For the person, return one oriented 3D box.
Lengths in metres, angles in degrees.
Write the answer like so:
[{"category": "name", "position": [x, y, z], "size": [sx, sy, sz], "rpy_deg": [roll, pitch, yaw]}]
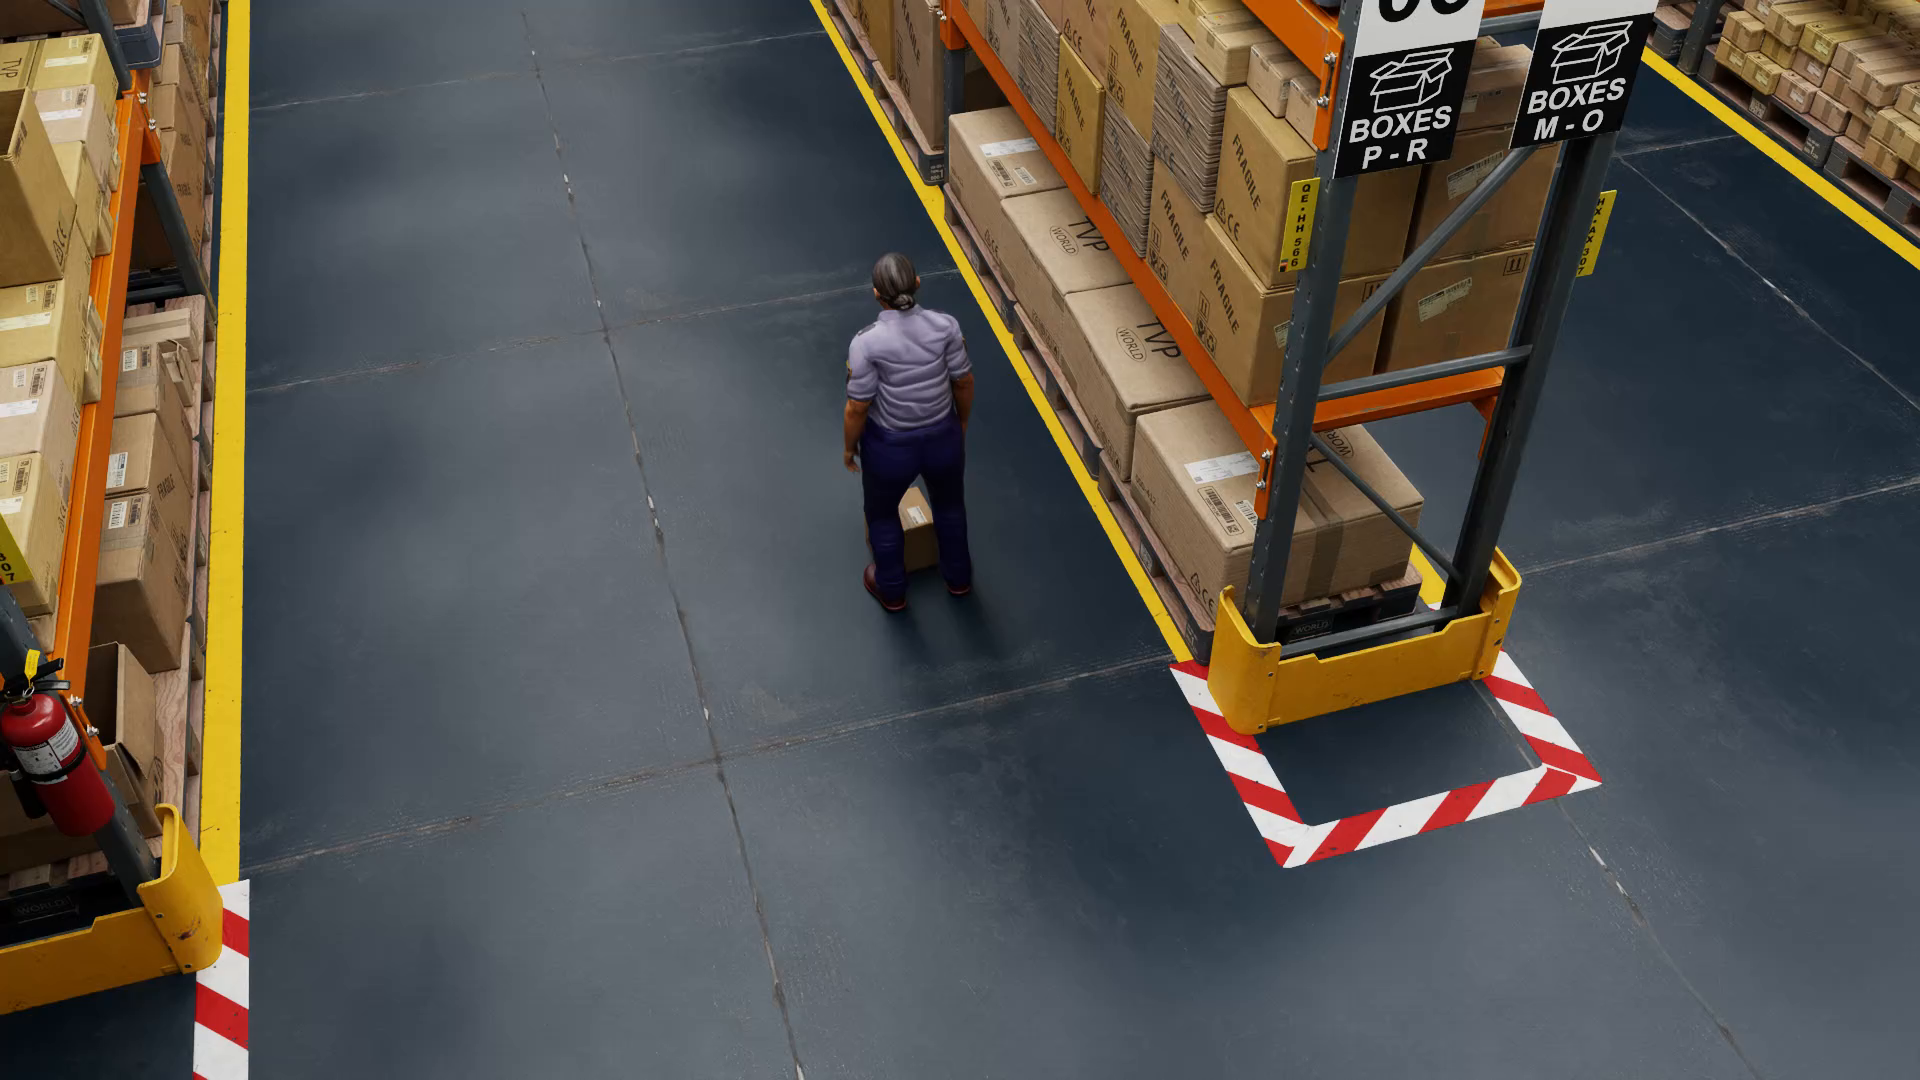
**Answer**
[{"category": "person", "position": [-0.188, -0.397, 6.599], "size": [0.563, 1.653, 0.367], "rpy_deg": [-14, 44, -15]}]
